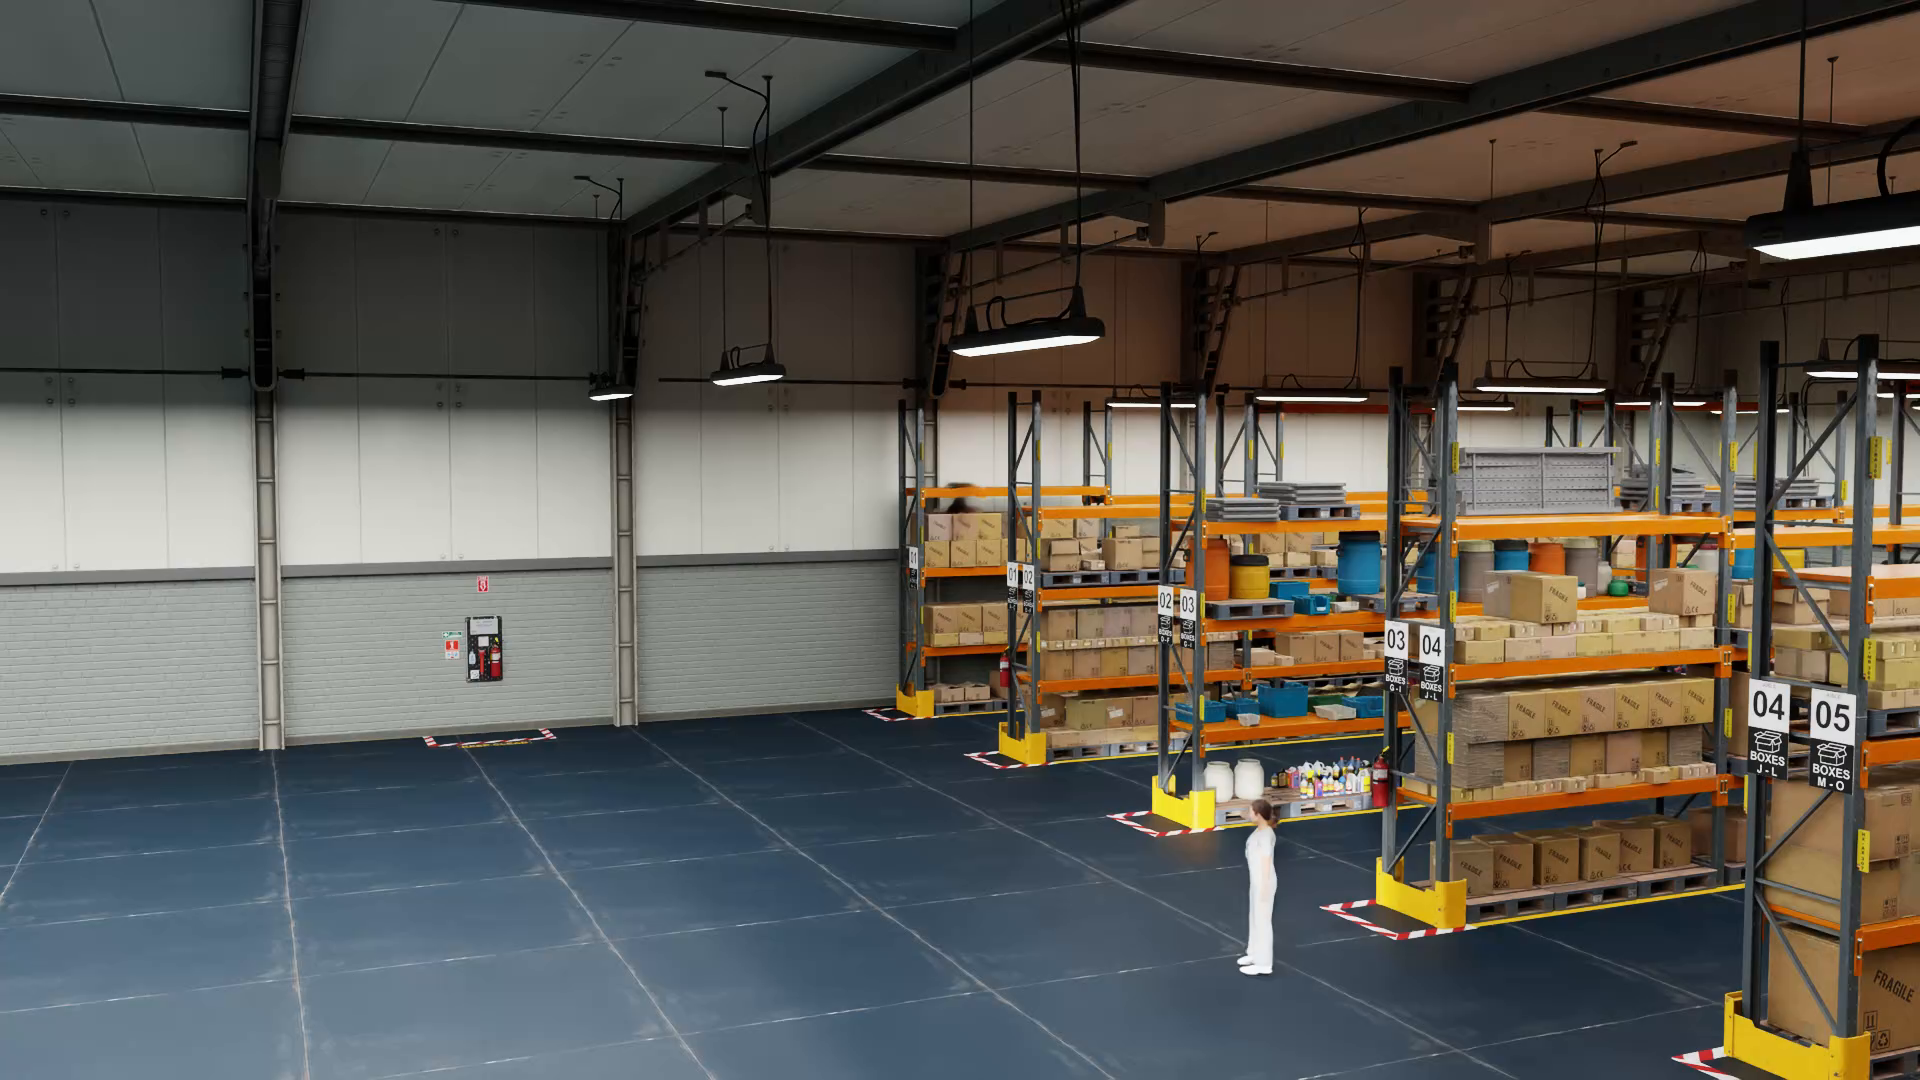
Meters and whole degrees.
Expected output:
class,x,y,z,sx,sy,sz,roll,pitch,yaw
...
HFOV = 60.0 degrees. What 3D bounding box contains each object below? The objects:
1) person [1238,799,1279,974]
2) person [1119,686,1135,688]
class,x,y,z,sx,sy,sz,roll,pitch,yaw
person,2.929,3.365,16.289,0.388,1.680,0.475,0,3,3
person,3.129,2.430,31.168,0.575,1.791,0.367,-3,4,-40
